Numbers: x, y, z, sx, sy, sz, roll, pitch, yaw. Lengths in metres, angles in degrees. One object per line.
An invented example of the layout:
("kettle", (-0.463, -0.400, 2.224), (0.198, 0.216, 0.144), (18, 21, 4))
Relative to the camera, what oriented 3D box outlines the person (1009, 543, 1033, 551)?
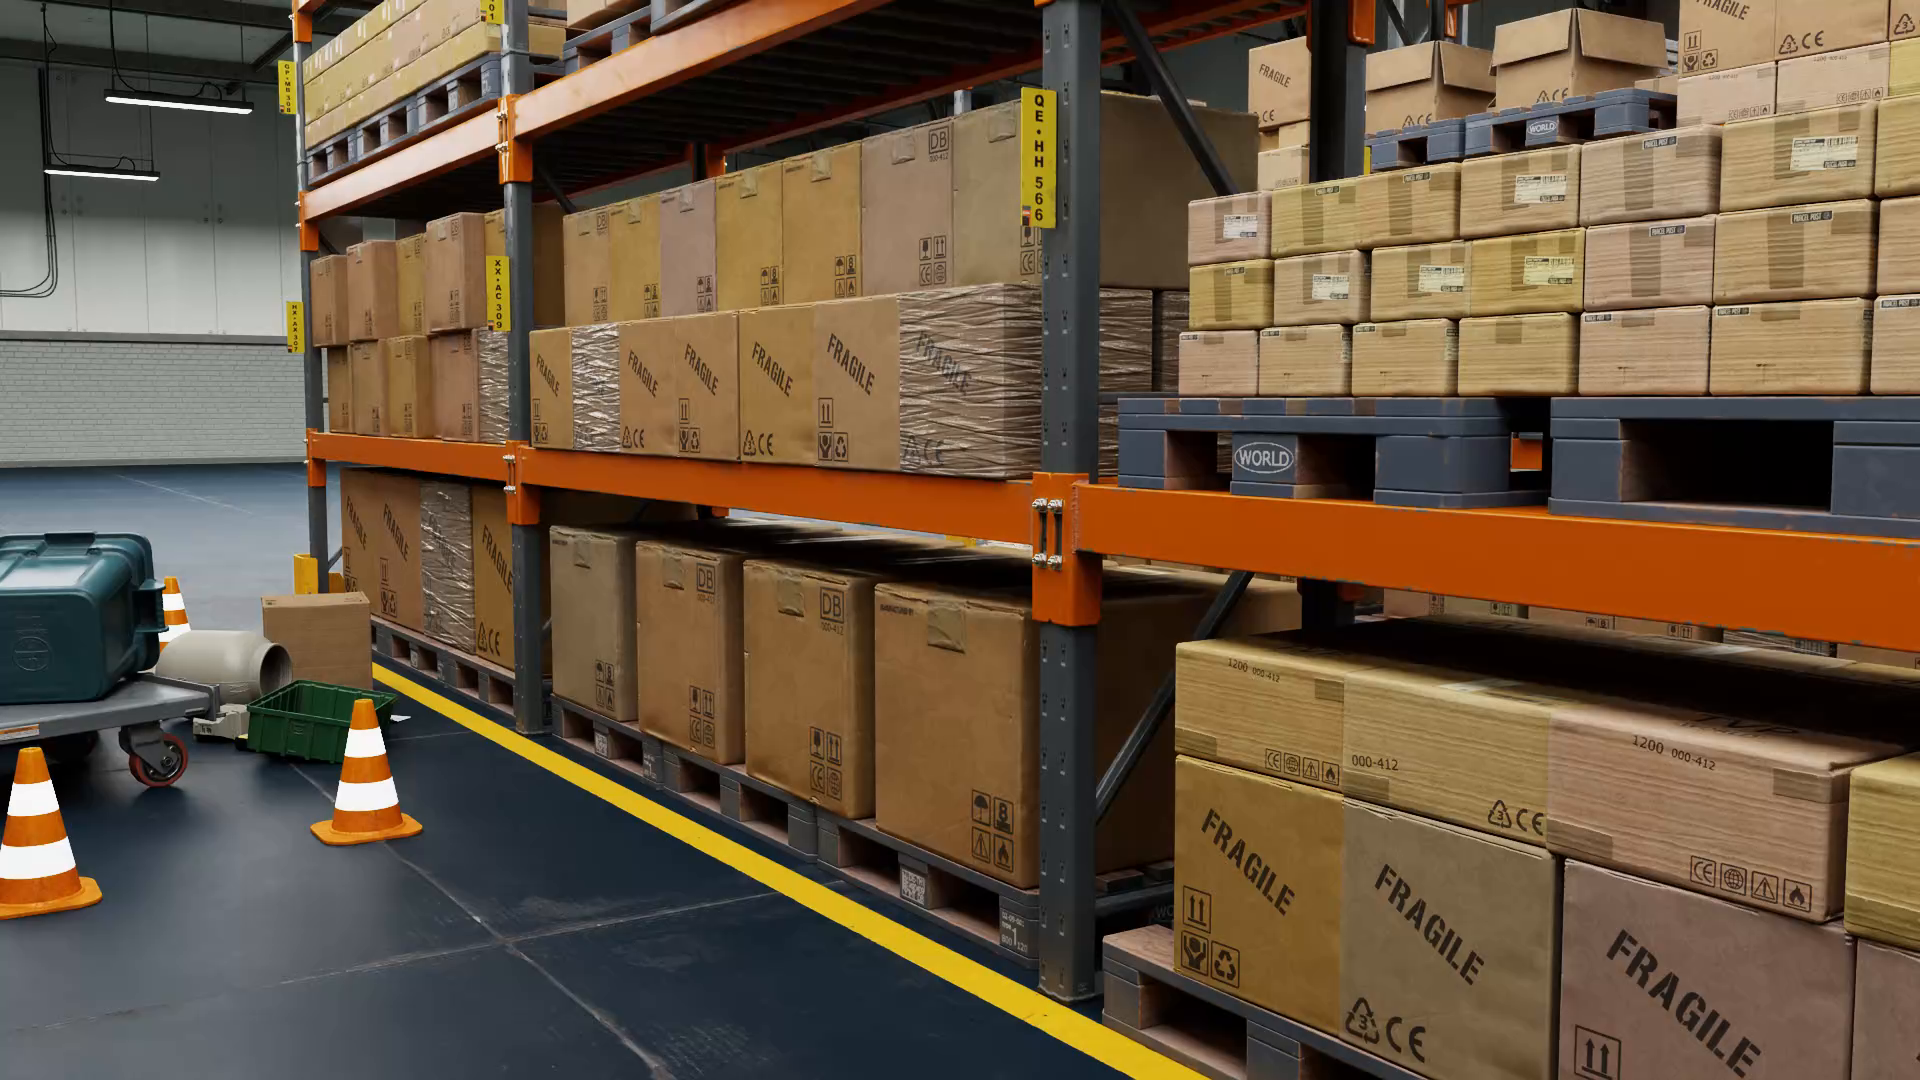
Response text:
("person", (0.490, 0.268, 10.019), (0.863, 0.850, 0.477), (-3, 6, -34))
